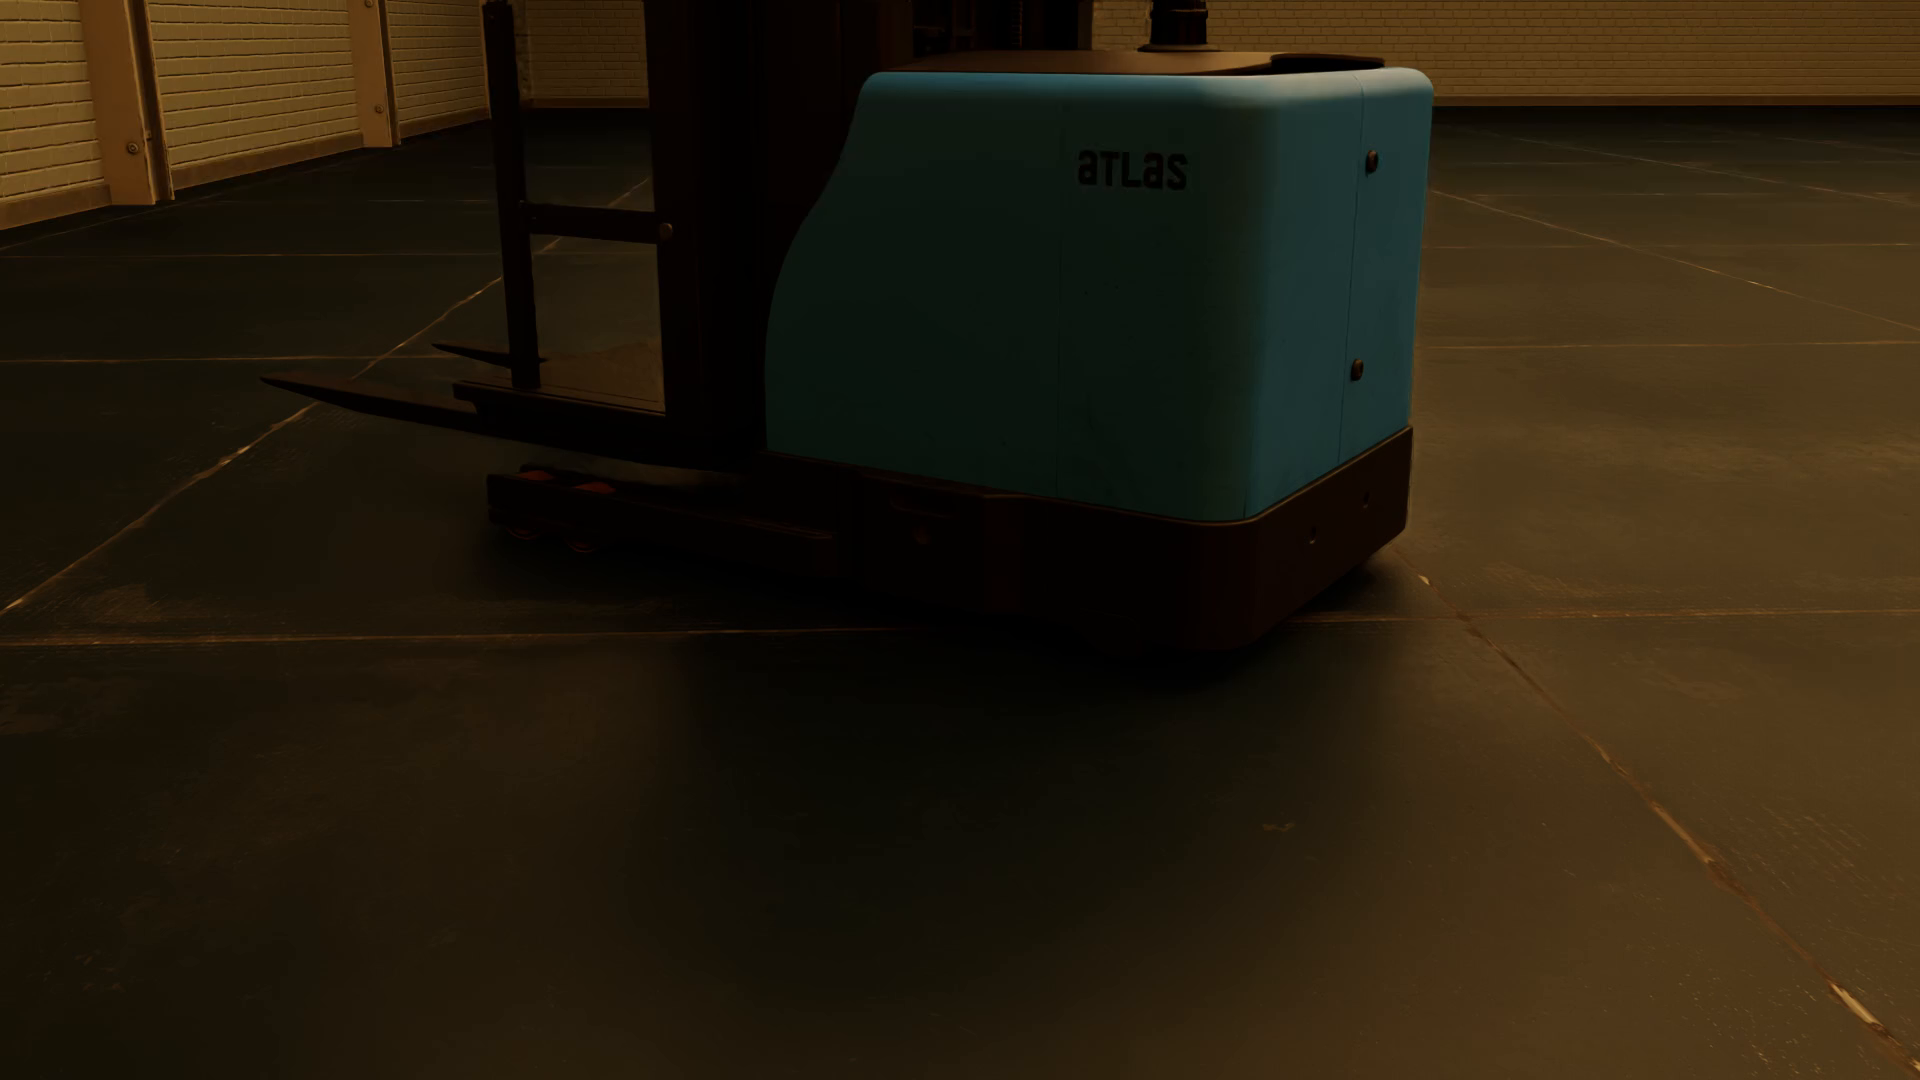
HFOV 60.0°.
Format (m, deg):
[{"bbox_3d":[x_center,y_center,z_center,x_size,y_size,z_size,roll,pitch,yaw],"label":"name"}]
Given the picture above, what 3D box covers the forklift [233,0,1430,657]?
[{"bbox_3d":[-0.522,-1.480,3.747,3.031,2.935,1.130,10,19,29],"label":"forklift"}]
